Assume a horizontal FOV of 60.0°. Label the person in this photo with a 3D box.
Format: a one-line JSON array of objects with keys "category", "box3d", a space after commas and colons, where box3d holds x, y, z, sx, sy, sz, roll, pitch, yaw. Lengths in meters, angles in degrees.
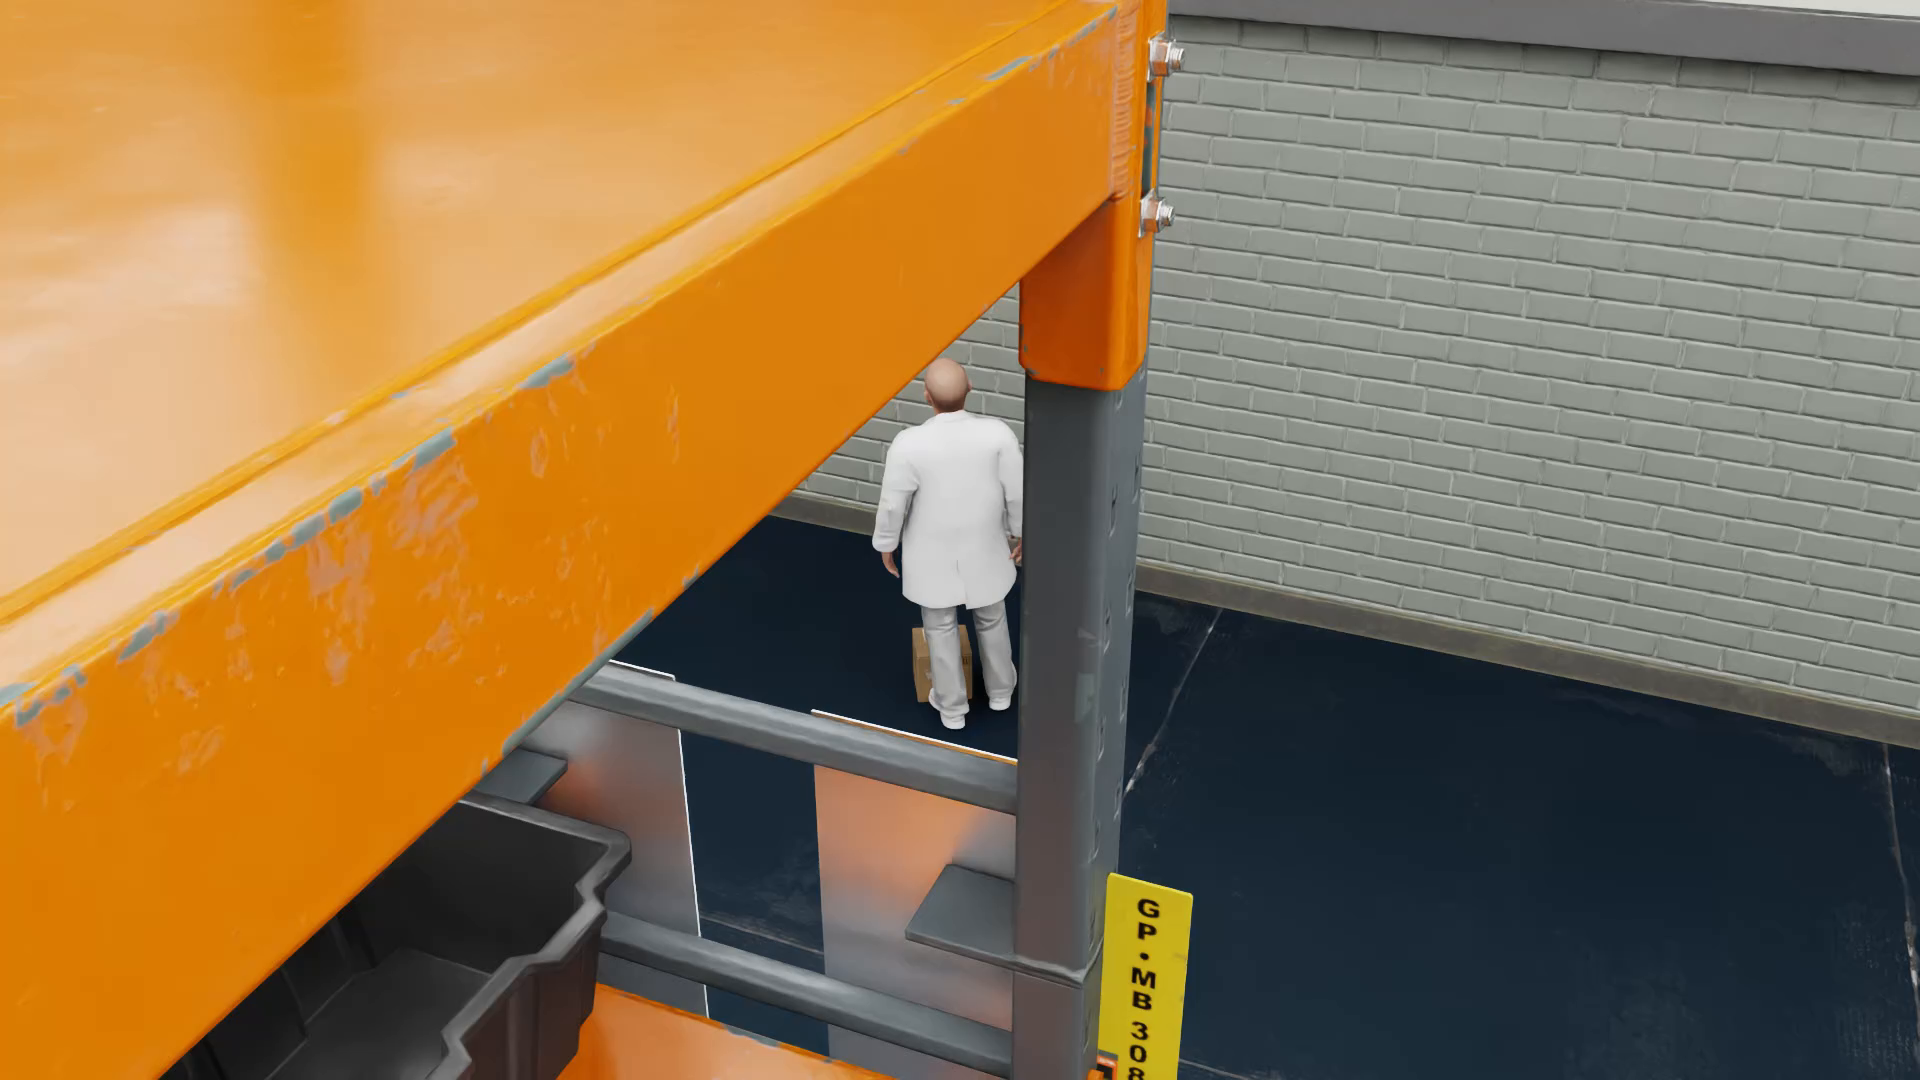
[{"category": "person", "box3d": [-0.033, -0.016, 7.152, 0.698, 1.778, 0.579, -3, 29, -6]}]
